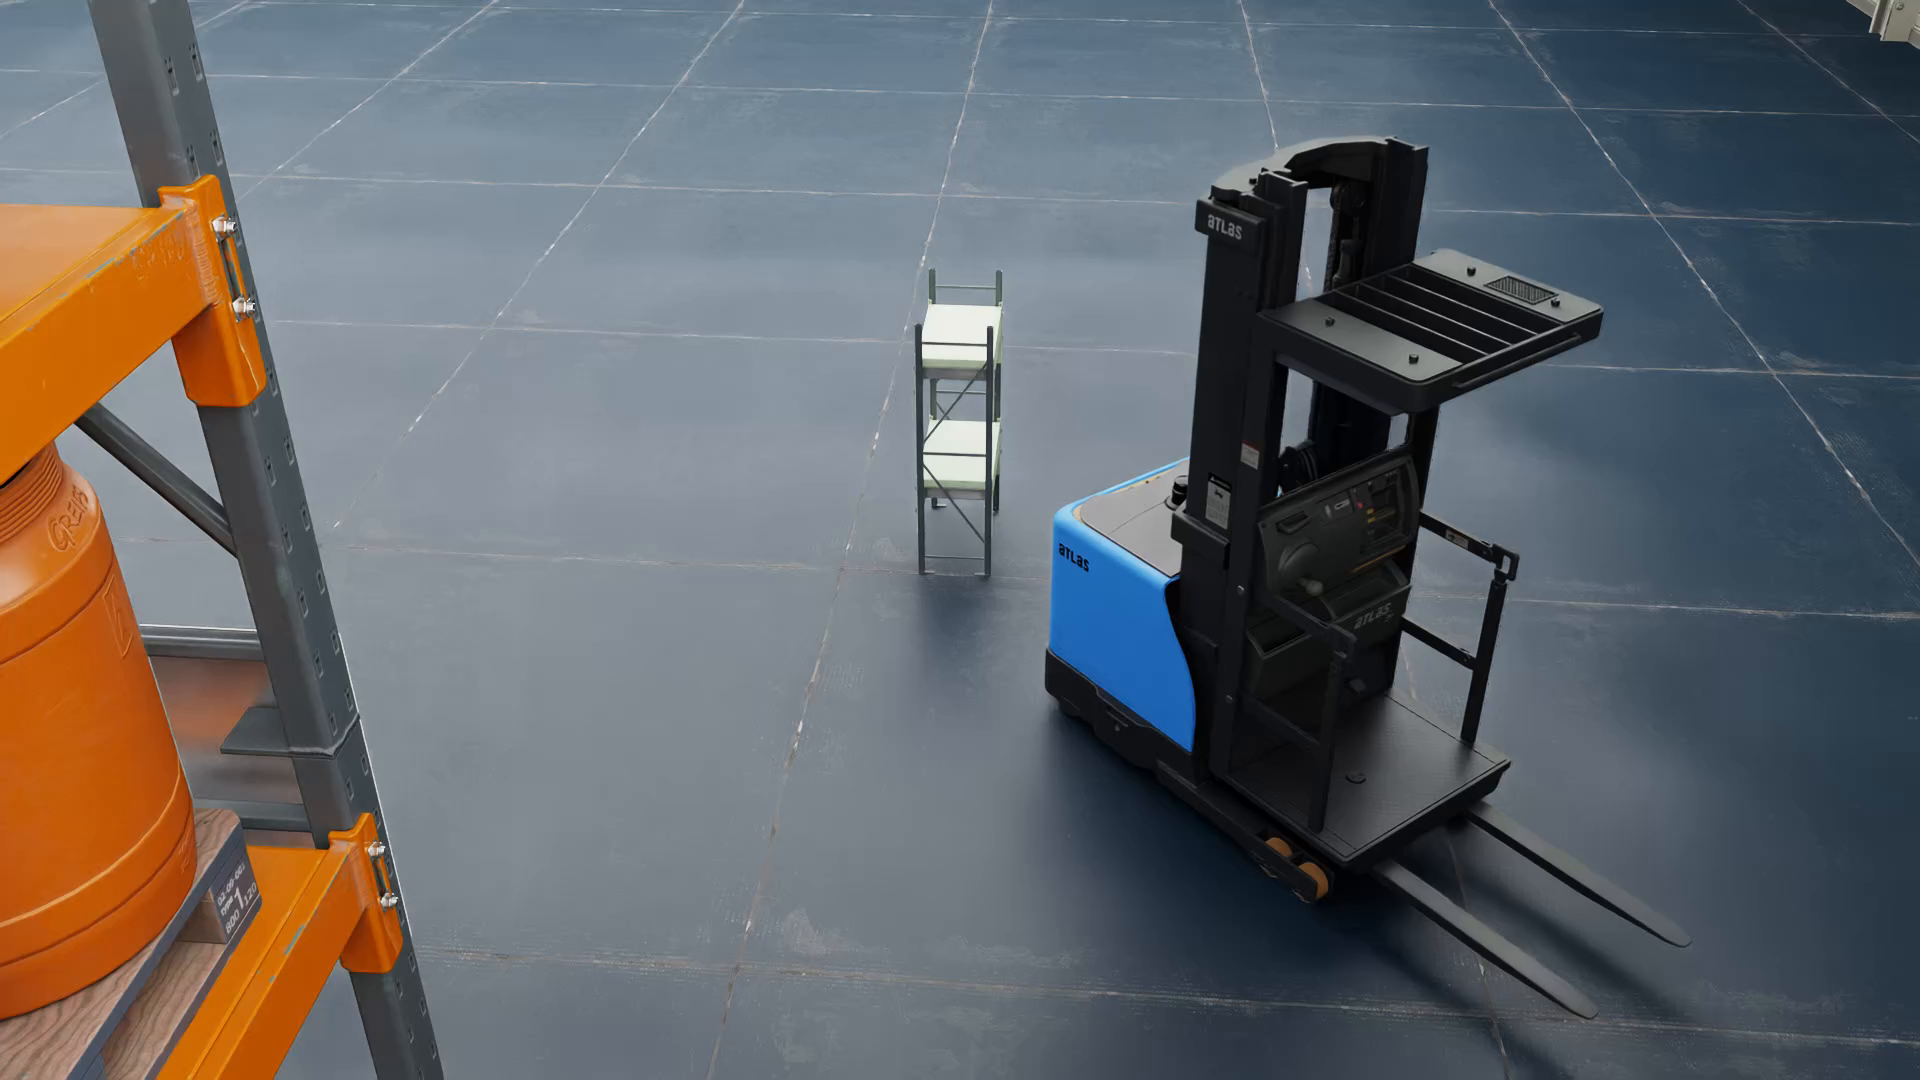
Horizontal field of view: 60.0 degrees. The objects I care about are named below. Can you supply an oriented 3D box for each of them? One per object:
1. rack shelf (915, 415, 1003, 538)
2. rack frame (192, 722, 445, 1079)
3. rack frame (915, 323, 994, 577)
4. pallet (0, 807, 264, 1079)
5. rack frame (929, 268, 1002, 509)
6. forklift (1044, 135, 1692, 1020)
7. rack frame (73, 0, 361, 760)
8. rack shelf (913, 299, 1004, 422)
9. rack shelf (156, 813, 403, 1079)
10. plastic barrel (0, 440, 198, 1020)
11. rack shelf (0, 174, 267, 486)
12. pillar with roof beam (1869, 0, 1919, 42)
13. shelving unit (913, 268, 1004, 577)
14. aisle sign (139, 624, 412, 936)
[{"bbox_3d":[0.001,-0.364,9.314,0.431,0.370,0.720,2,32,4],"label":"rack shelf"},{"bbox_3d":[-1.674,1.637,4.014,1.000,3.000,0.127,2,32,4],"label":"rack frame"},{"bbox_3d":[-0.029,-0.451,8.832,0.400,1.500,0.023,2,32,4],"label":"rack frame"},{"bbox_3d":[-1.839,0.869,2.582,1.003,0.211,1.213,2,32,4],"label":"pallet"},{"bbox_3d":[0.030,-0.833,9.453,0.400,1.500,0.023,2,32,4],"label":"rack frame"},{"bbox_3d":[1.706,-0.008,6.750,1.130,2.935,3.031,-22,38,-31],"label":"forklift"},{"bbox_3d":[-1.674,-0.917,2.440,1.000,3.000,0.127,2,32,4],"label":"rack frame"},{"bbox_3d":[0.001,-0.974,8.938,0.431,0.370,0.720,2,32,4],"label":"rack shelf"},{"bbox_3d":[-1.837,1.713,1.719,1.077,0.370,4.000,2,32,4],"label":"rack shelf"},{"bbox_3d":[-1.587,0.258,2.583,0.600,0.830,0.708,2,32,4],"label":"plastic barrel"},{"bbox_3d":[-1.837,0.606,1.037,1.077,0.370,4.000,2,32,4],"label":"rack shelf"},{"bbox_3d":[6.180,-9.686,16.671,9.100,9.000,0.400,2,32,4],"label":"pillar with roof beam"},{"bbox_3d":[0.001,-0.642,9.142,0.431,1.500,0.755,2,32,4],"label":"shelving unit"},{"bbox_3d":[-1.372,0.506,3.373,0.394,0.787,0.004,2,32,4],"label":"aisle sign"}]
